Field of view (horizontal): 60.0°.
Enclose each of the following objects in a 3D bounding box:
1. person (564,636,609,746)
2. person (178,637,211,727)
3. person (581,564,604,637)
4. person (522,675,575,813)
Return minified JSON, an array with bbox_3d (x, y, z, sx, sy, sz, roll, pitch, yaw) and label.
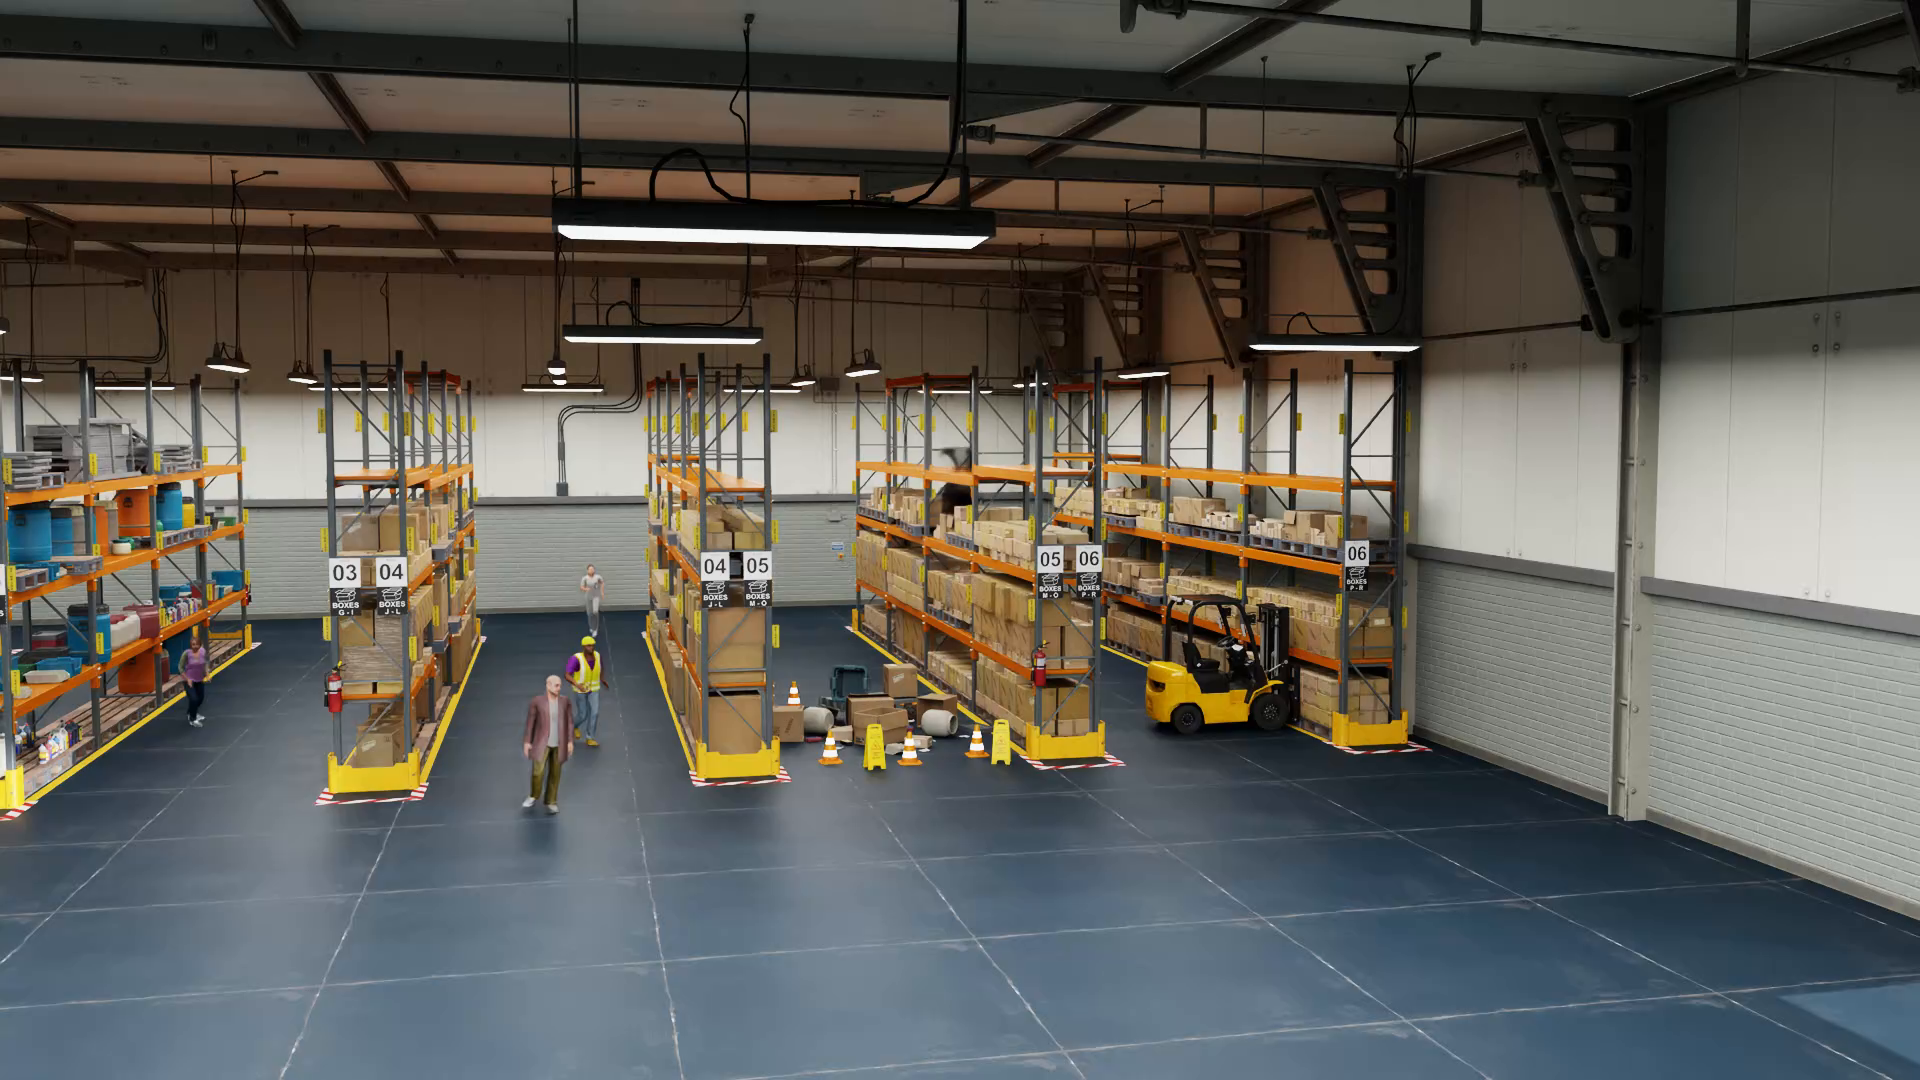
[{"bbox_3d":[-5.885,2.341,26.010,0.701,1.716,0.789,-3,5,-35],"label":"person"},{"bbox_3d":[-12.721,2.341,27.562,0.722,1.519,0.535,3,5,38],"label":"person"},{"bbox_3d":[-8.710,1.430,39.402,0.517,1.712,0.818,0,4,-7],"label":"person"},{"bbox_3d":[-5.306,2.618,21.403,0.672,1.772,0.537,-2,5,-29],"label":"person"}]
